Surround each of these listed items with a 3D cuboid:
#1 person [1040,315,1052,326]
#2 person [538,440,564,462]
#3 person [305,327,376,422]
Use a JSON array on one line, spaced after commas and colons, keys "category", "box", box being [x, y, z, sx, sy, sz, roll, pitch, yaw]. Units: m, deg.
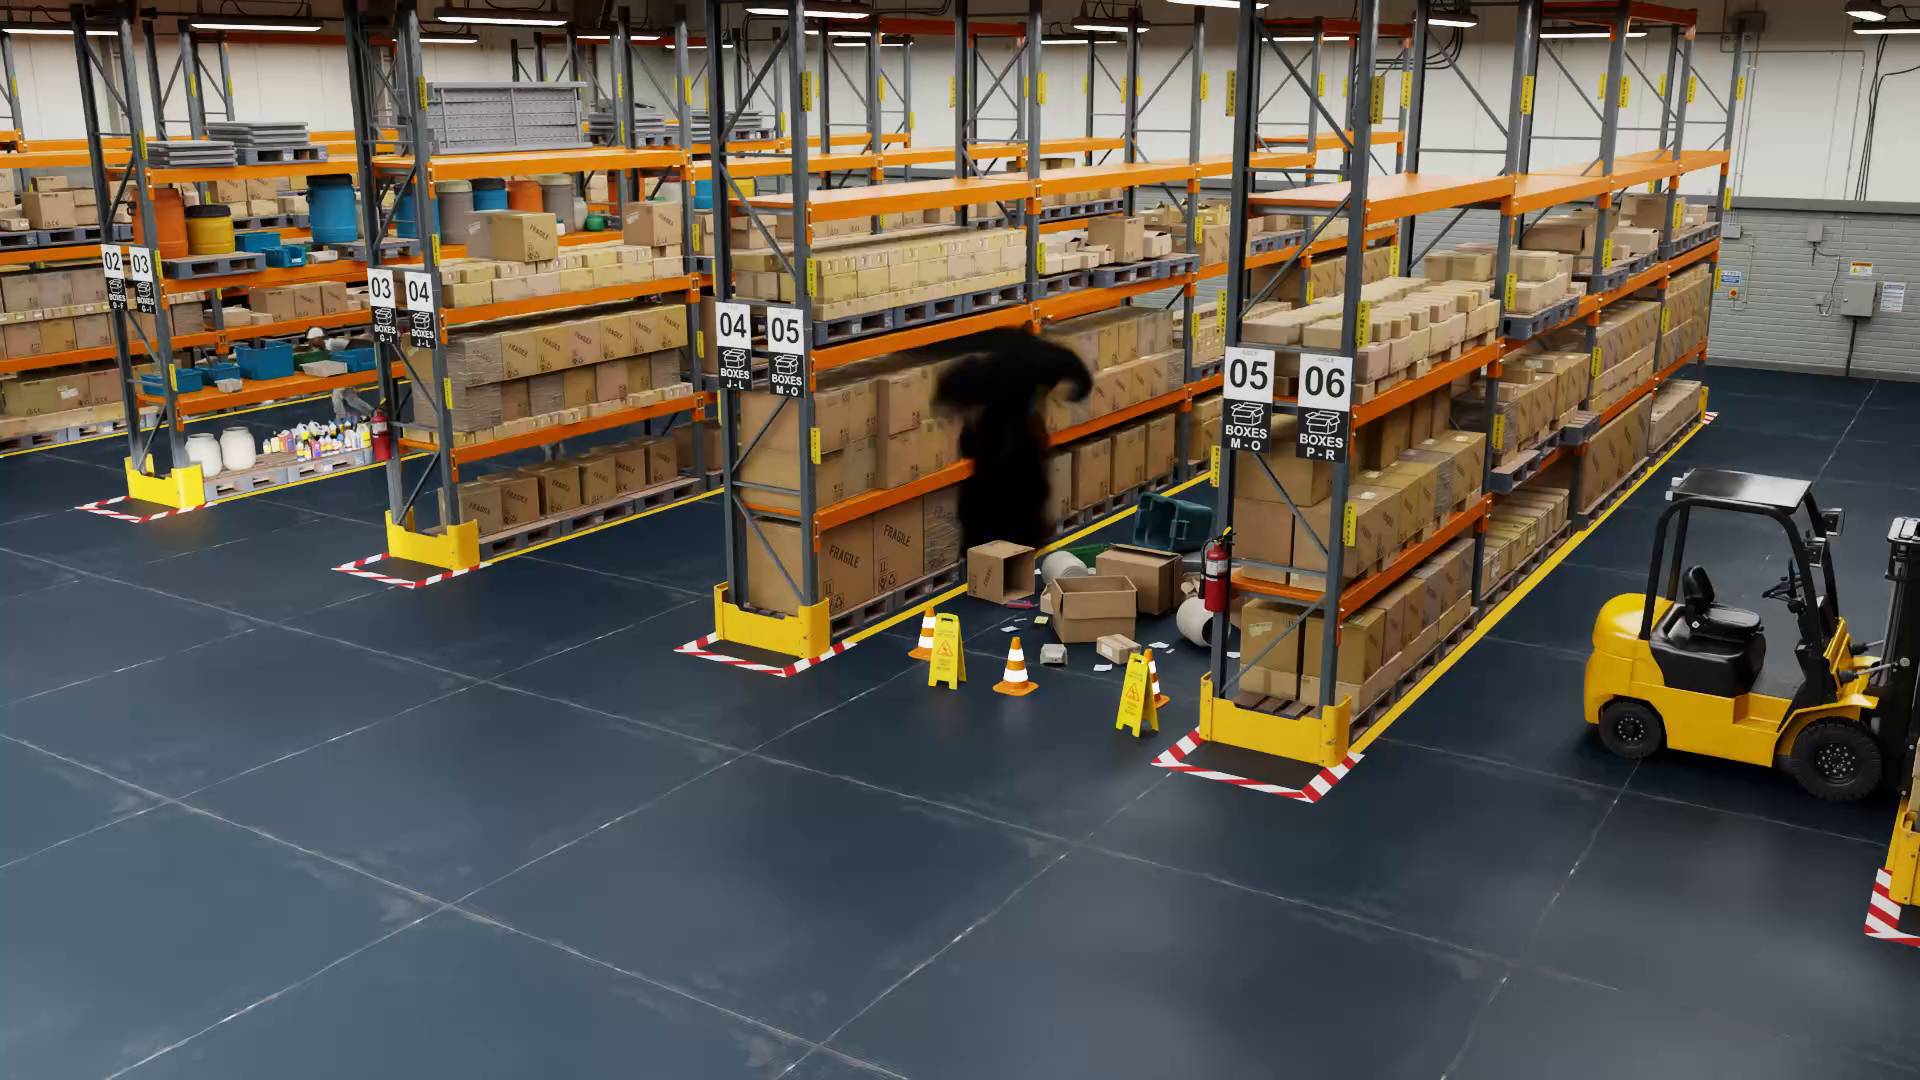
[{"category": "person", "box": [1.332, -2.744, 25.907, 0.668, 1.732, 0.663, 5, 16, 19]}, {"category": "person", "box": [-5.587, -1.641, 22.246, 0.720, 1.557, 0.994, 2, 16, 6]}, {"category": "person", "box": [-9.221, -2.387, 24.817, 0.694, 1.651, 1.083, 13, 20, 38]}]
